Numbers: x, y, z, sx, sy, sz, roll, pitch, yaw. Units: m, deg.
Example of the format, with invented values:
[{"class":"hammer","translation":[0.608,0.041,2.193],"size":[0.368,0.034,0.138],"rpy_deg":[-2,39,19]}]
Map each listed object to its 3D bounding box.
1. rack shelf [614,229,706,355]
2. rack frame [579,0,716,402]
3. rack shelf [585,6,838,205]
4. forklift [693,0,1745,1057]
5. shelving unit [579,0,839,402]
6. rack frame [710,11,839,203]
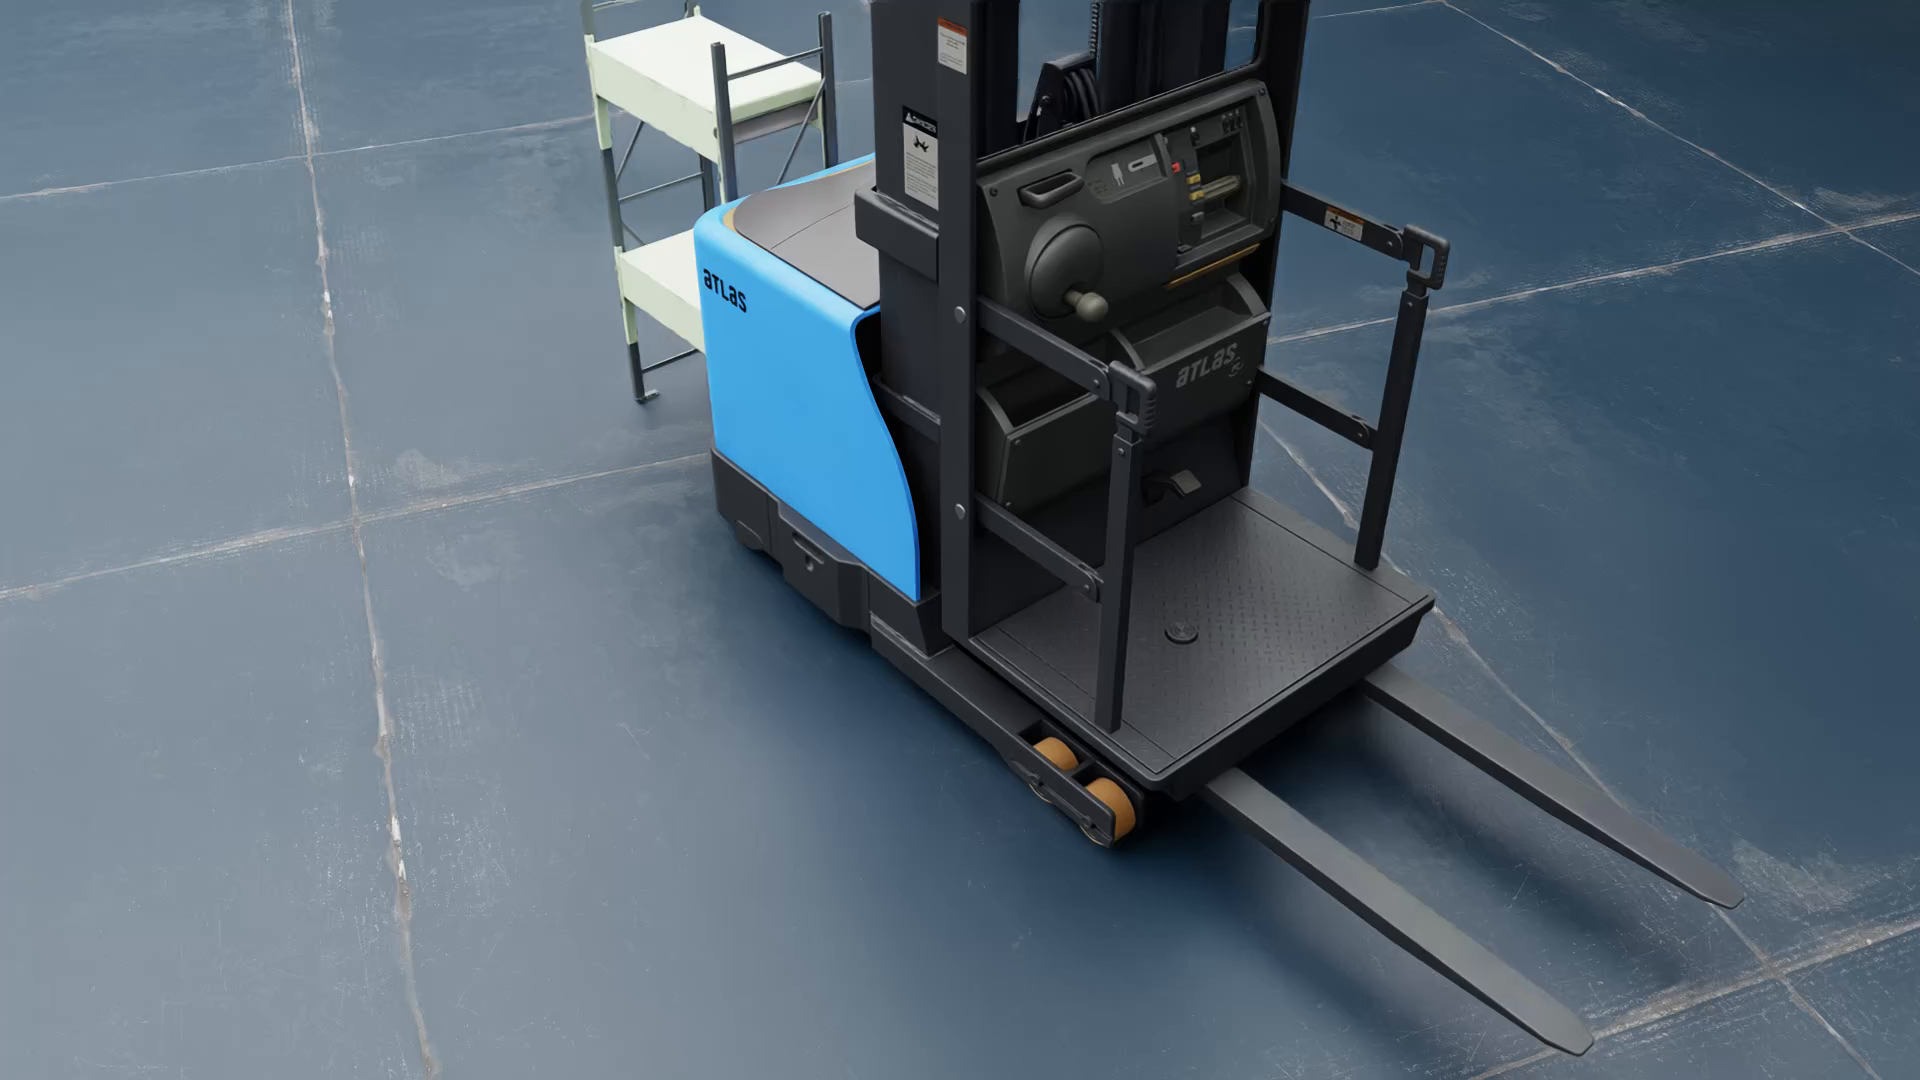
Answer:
[{"class":"rack shelf","translation":[-0.764,-0.743,5.532],"size":[0.431,0.370,0.720],"rpy_deg":[-27,45,-31]},{"class":"rack frame","translation":[-1.000,-1.172,5.559],"size":[0.400,1.500,0.023],"rpy_deg":[-27,45,-31]},{"class":"rack shelf","translation":[-0.764,-1.315,5.101],"size":[0.431,0.370,0.720],"rpy_deg":[-27,45,-31]},{"class":"forklift","translation":[0.564,-0.744,3.802],"size":[1.130,2.935,3.031],"rpy_deg":[-27,45,-31]},{"class":"shelving unit","translation":[-0.764,-1.004,5.336],"size":[0.431,1.500,0.755],"rpy_deg":[-27,45,-31]},{"class":"rack frame","translation":[-0.527,-0.836,5.113],"size":[0.400,1.500,0.023],"rpy_deg":[-27,45,-31]}]
